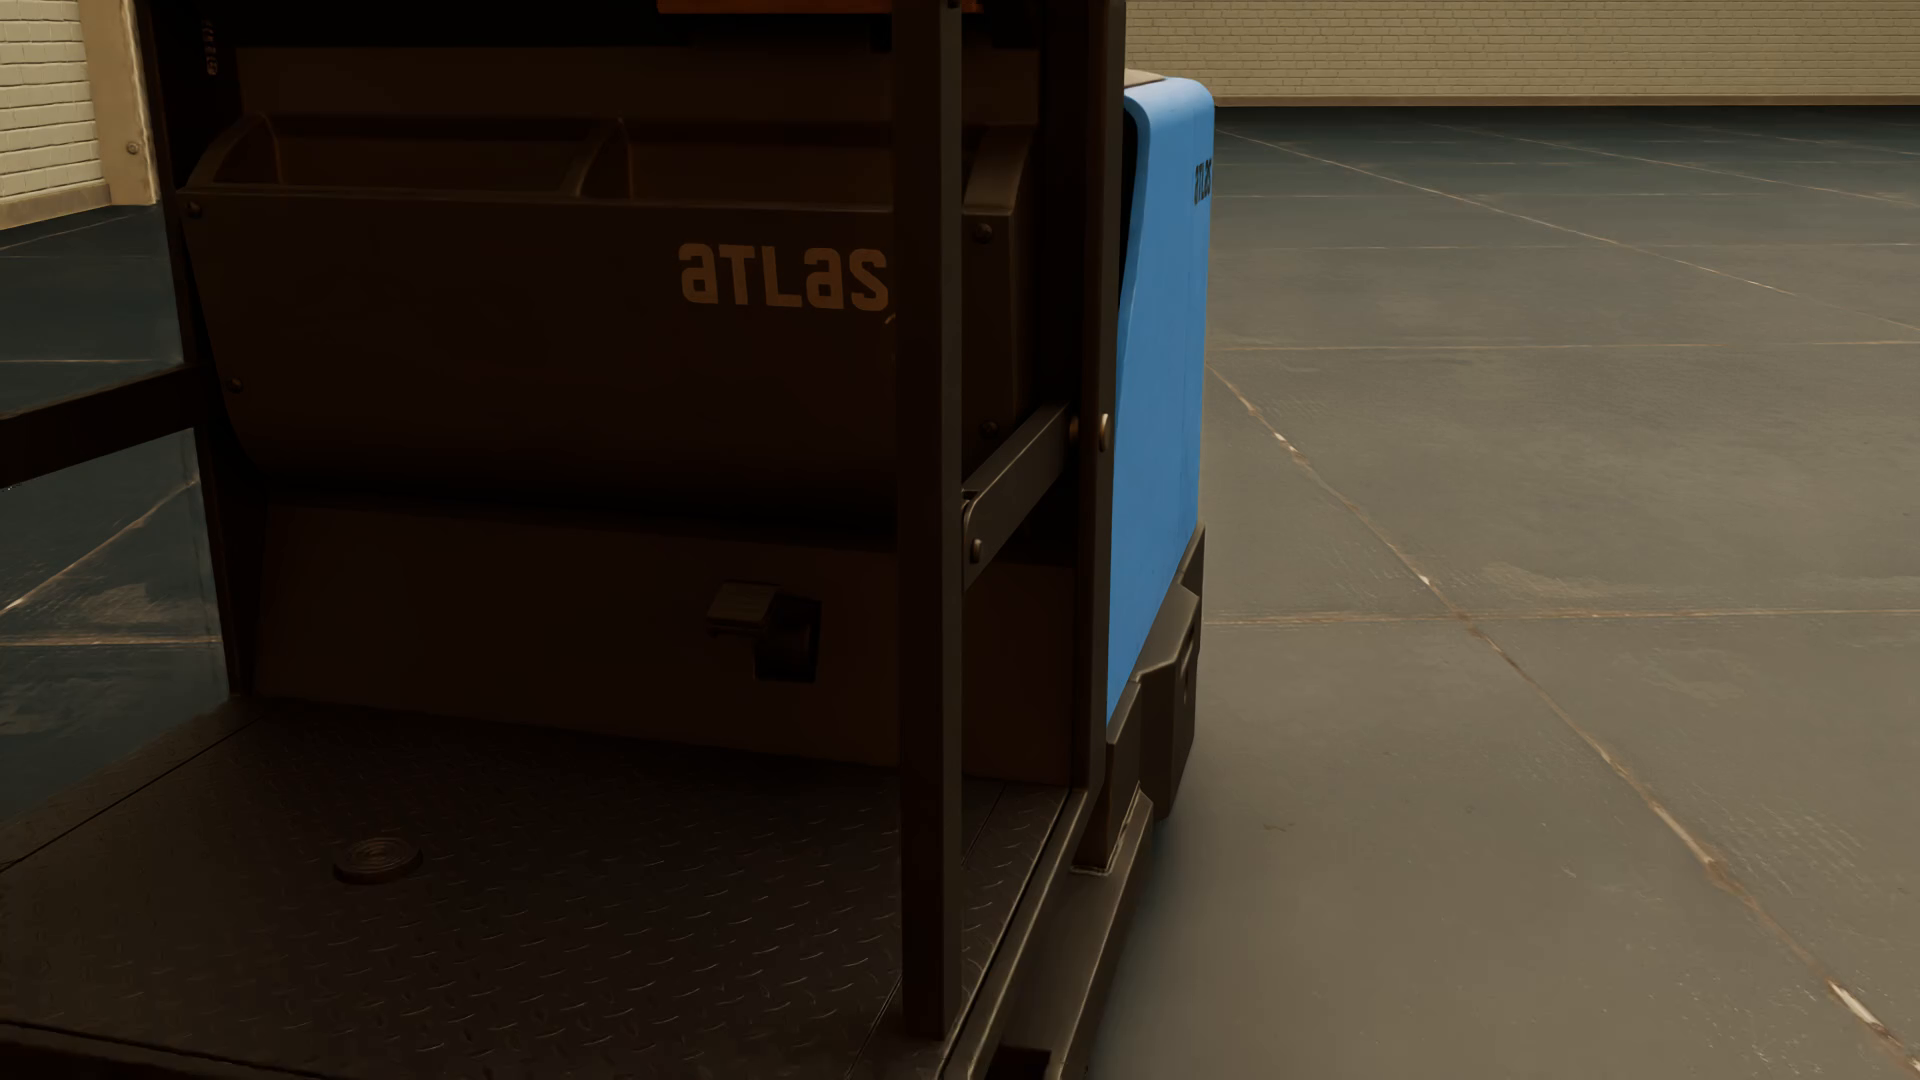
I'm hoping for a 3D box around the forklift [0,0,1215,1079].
[{"bbox_3d":[-0.434,-0.769,1.422,1.130,2.935,3.031,4,18,14],"label":"forklift"}]
